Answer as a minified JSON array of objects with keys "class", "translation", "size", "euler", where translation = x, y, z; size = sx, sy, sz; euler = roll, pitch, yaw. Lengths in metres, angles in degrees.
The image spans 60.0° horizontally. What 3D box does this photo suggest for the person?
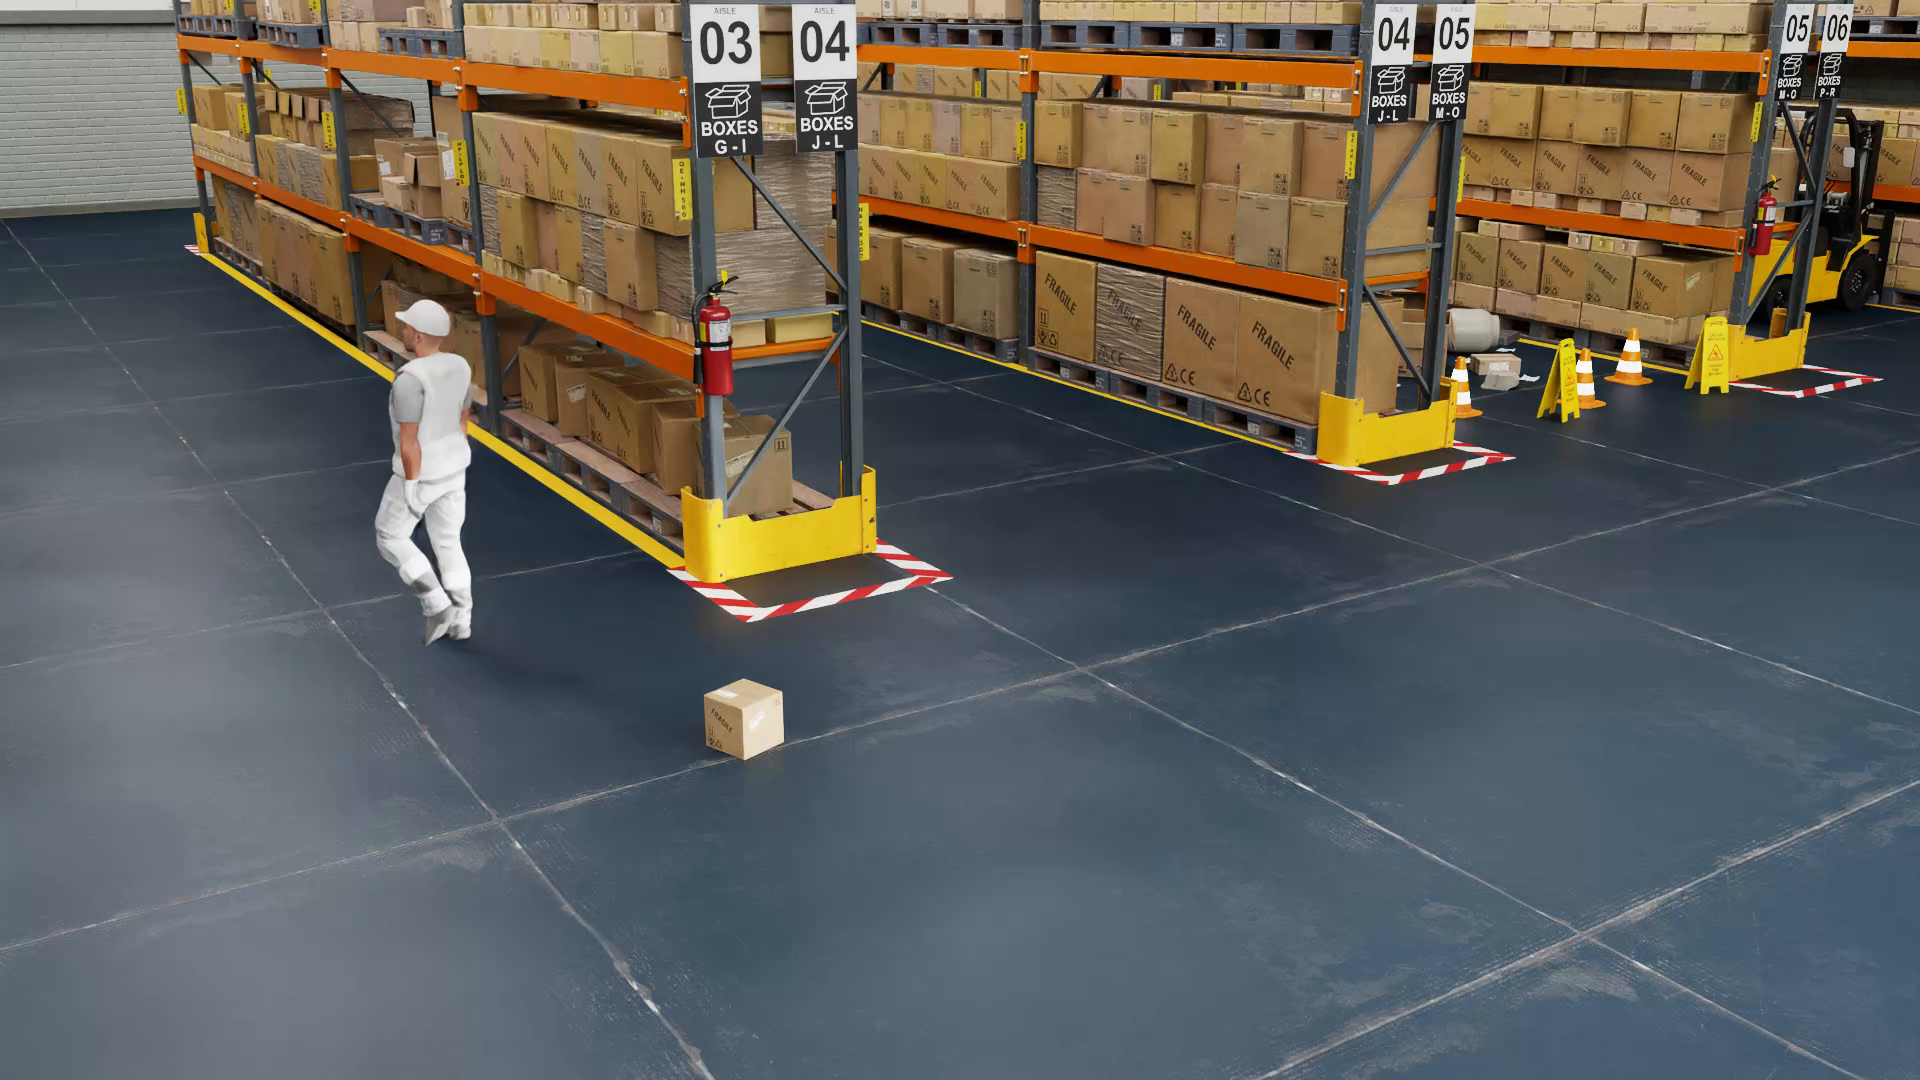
[{"class":"person","translation":[-2.728,-0.343,8.510],"size":[0.455,1.792,0.552],"euler":[9,20,26]}]
